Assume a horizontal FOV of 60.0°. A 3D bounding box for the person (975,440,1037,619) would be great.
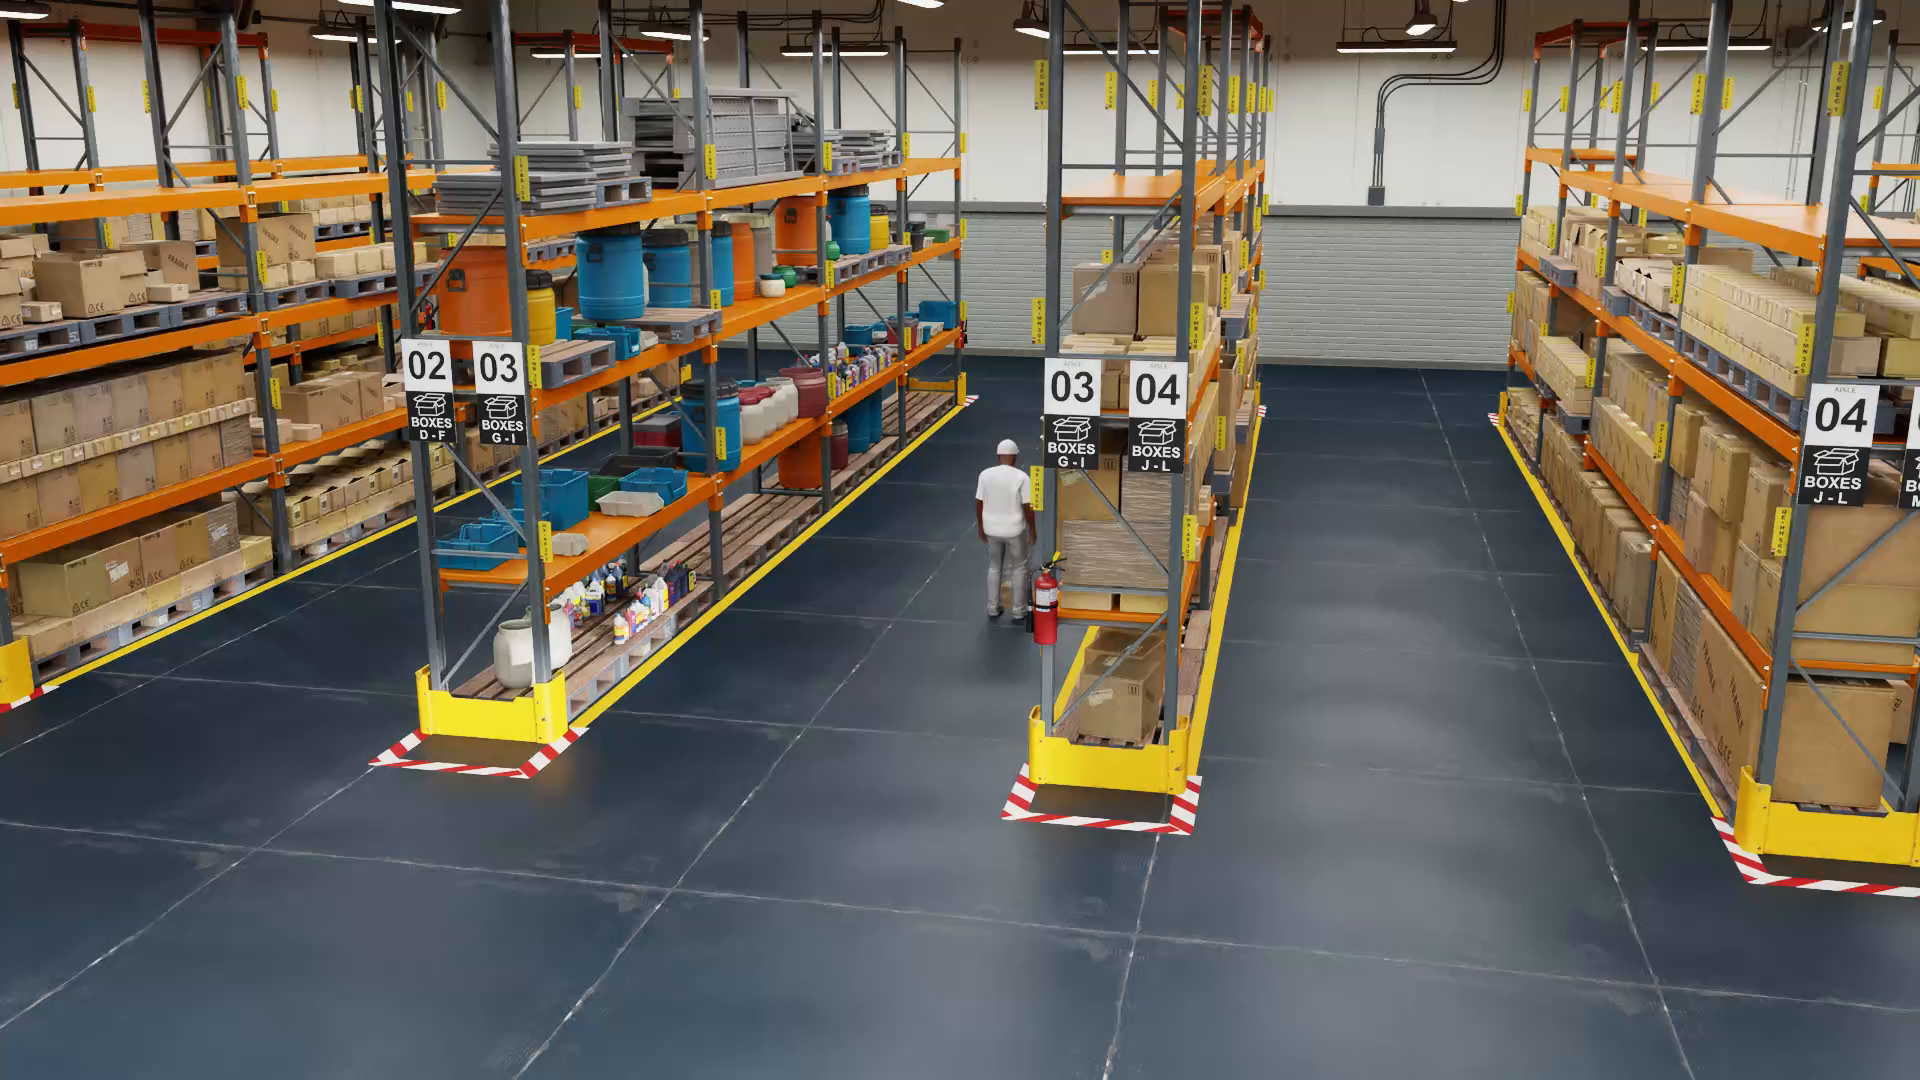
[{"bbox_3d":[0.459,-0.110,16.400,0.616,1.760,0.458,6,16,22],"label":"person"}]
